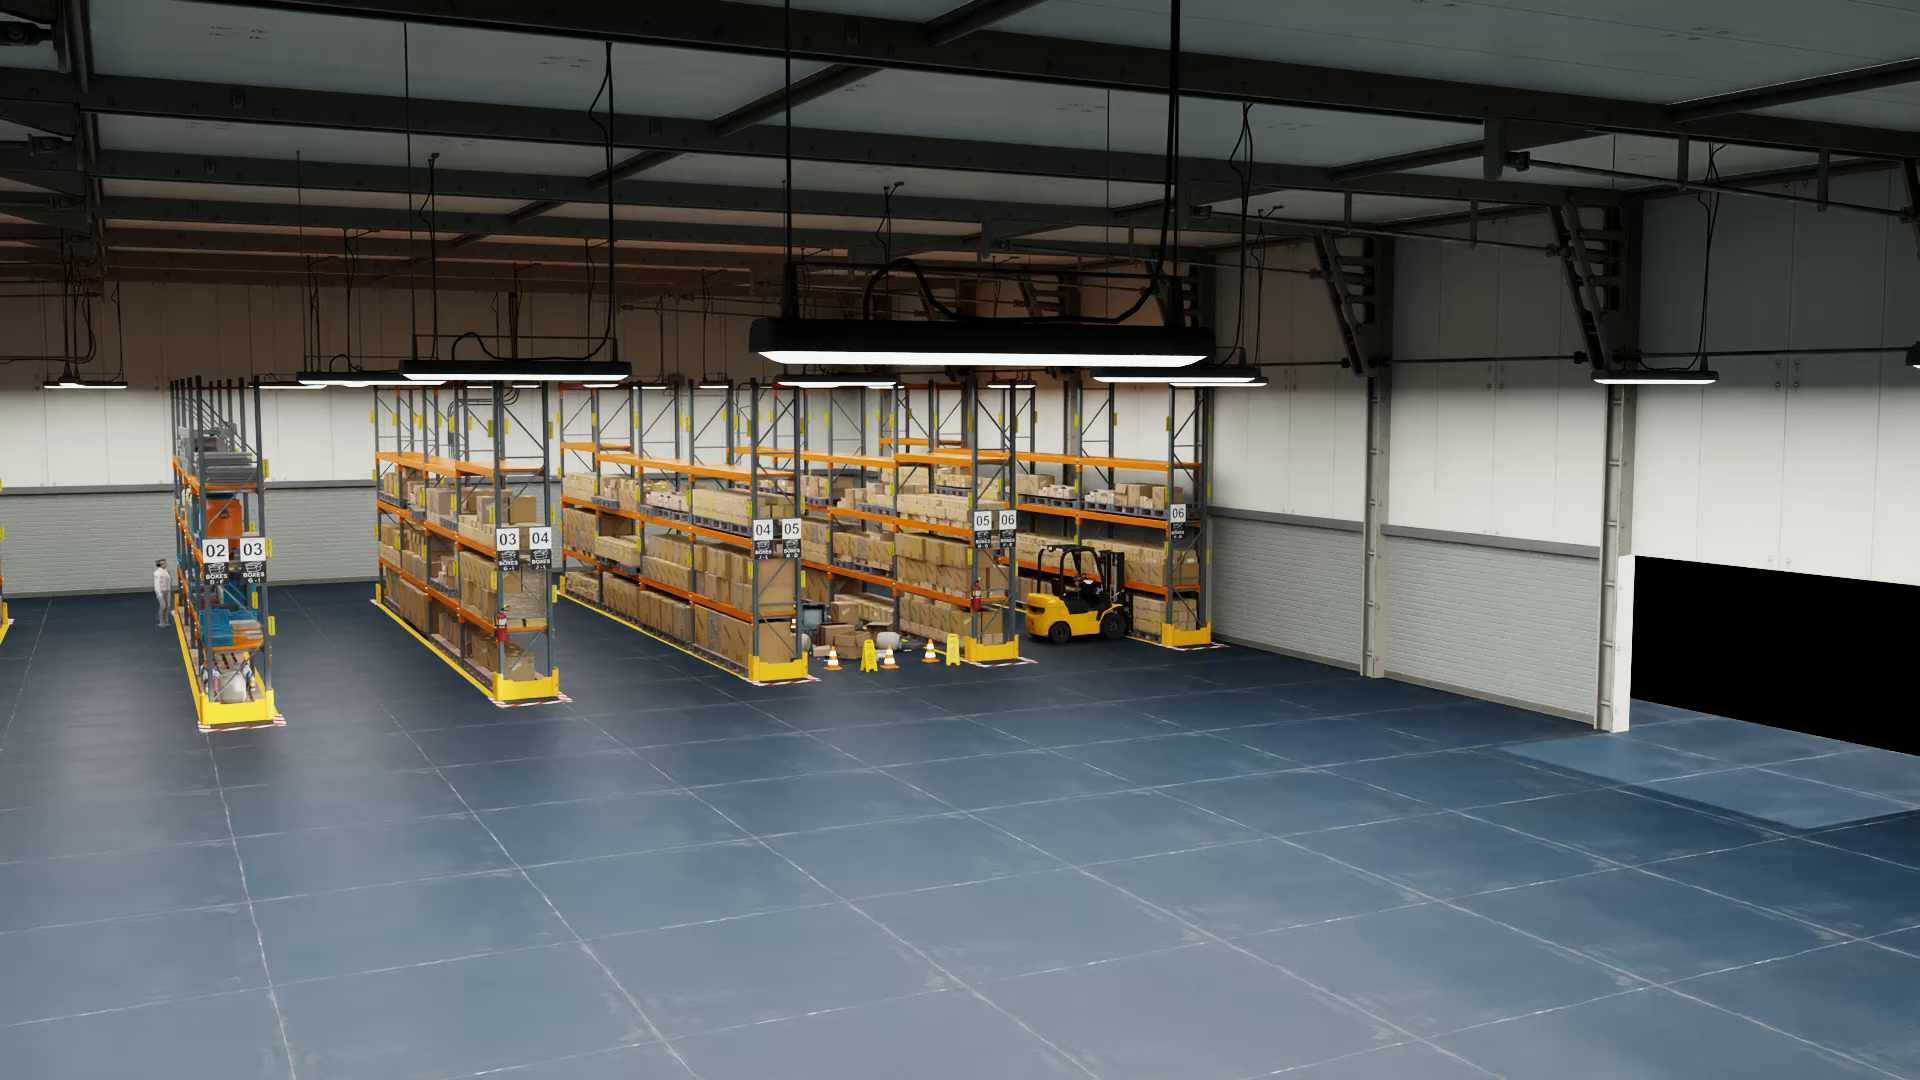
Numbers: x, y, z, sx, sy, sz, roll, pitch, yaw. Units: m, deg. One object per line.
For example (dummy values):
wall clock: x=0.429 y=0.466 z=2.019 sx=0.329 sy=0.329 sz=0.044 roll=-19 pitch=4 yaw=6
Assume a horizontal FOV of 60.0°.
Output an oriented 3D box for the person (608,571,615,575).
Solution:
person: x=-10.102 y=0.437 z=49.462 sx=0.807 sy=1.765 sz=0.601 roll=1 pitch=5 yaw=7

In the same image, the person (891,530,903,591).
person: x=-1.702 y=0.530 z=45.536 sx=0.562 sy=1.728 sz=0.587 roll=1 pitch=5 yaw=7

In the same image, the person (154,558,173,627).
person: x=-19.484 y=1.304 z=40.763 sx=0.447 sy=1.740 sz=0.483 roll=2 pitch=6 yaw=24
